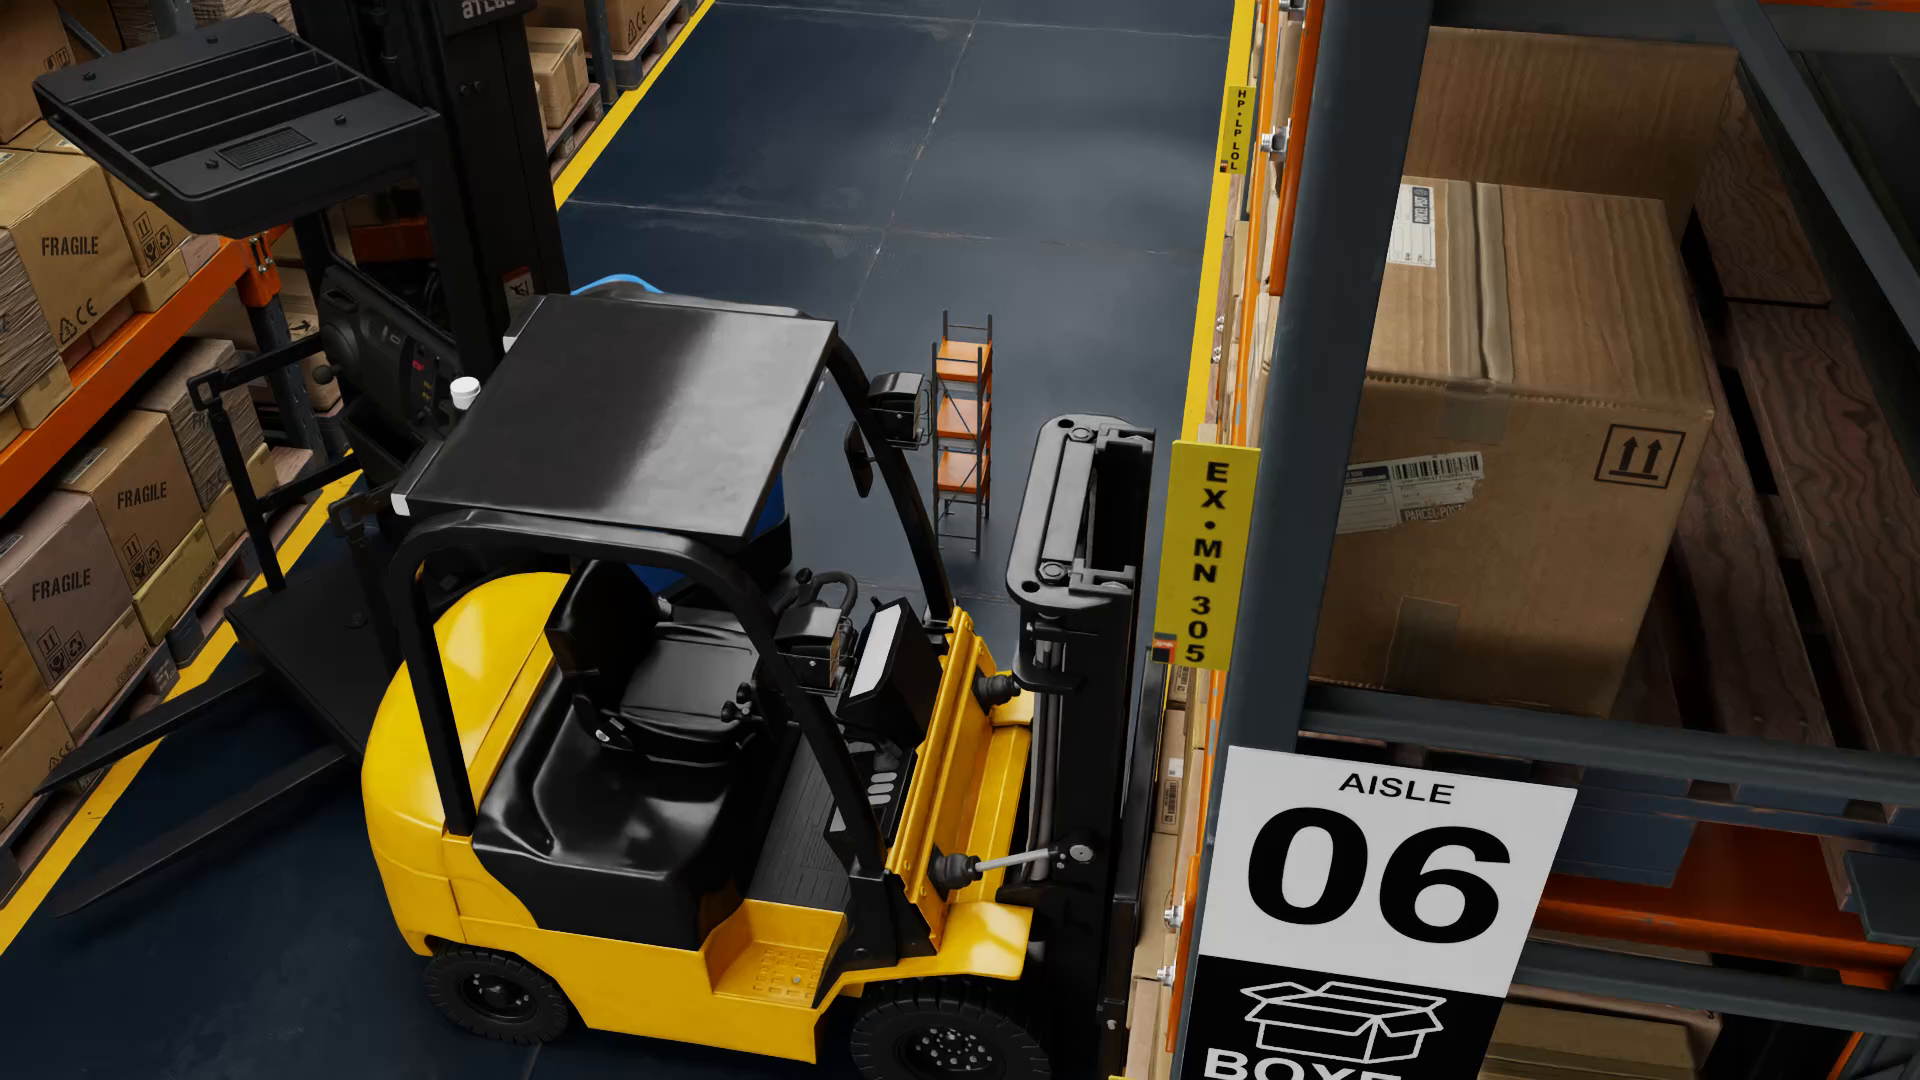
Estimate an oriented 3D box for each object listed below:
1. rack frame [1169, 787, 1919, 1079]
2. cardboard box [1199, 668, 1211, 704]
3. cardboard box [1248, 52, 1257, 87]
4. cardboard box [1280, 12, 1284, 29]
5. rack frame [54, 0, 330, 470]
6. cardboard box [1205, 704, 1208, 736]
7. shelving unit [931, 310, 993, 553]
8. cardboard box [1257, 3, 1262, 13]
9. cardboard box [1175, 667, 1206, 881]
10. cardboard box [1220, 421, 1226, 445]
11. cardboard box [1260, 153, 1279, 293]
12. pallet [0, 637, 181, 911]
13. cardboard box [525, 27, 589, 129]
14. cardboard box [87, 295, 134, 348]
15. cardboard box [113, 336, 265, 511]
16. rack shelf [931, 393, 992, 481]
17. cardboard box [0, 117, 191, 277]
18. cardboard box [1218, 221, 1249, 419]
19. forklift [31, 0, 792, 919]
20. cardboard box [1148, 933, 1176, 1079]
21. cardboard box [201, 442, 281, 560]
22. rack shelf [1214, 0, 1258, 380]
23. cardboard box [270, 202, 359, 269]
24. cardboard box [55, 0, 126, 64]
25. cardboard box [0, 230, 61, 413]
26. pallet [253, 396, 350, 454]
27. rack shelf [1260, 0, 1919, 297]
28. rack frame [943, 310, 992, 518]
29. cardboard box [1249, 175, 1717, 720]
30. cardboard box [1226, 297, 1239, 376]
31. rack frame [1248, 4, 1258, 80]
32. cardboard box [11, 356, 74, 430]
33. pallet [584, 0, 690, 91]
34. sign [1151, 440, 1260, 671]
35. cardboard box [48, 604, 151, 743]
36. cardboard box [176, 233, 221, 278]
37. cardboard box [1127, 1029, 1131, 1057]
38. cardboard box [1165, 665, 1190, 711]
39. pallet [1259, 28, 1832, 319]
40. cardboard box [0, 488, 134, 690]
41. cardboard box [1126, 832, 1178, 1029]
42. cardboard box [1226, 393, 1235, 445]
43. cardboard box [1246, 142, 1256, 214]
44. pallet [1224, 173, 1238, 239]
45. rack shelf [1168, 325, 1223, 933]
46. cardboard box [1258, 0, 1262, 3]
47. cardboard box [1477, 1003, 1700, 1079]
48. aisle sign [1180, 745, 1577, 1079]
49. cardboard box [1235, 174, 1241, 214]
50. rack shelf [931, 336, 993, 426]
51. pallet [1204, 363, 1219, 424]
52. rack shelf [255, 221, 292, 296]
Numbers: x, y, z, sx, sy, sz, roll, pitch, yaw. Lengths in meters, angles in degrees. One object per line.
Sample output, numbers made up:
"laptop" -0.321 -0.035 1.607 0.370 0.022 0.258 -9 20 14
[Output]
"rack frame" 0.810 1.560 3.009 1.000 3.000 0.127 6 40 8
"cardboard box" 0.747 0.260 3.761 0.380 0.149 0.250 7 40 9
"cardboard box" 1.417 -1.745 6.732 0.500 0.250 0.500 5 40 7
"cardboard box" 0.946 -1.357 3.881 0.396 0.266 0.258 6 40 7
"rack frame" -3.388 -1.495 6.705 1.000 3.000 0.127 6 40 8
"cardboard box" 0.768 0.376 3.854 0.380 0.149 0.250 5 40 6
"shelving unit" 0.009 -0.438 6.956 0.215 1.050 0.252 6 40 8
"cardboard box" 1.680 -2.704 7.891 0.500 0.250 0.500 5 40 7
"cardboard box" 0.823 0.537 4.168 0.500 0.500 0.500 6 40 7
"cardboard box" 1.007 -0.093 4.930 0.500 0.500 0.500 6 40 7
"cardboard box" 0.698 -0.457 2.793 0.396 0.266 0.258 6 40 8
"pallet" -3.678 0.773 6.150 1.003 0.211 1.213 6 40 8
"cardboard box" -2.803 -2.801 10.017 0.950 0.372 0.625 4 40 5
"cardboard box" -3.301 -0.851 6.122 0.380 0.149 0.250 7 40 8
"cardboard box" -3.226 -0.486 6.723 0.500 0.500 0.500 6 40 7
"rack shelf" 0.009 -0.430 6.963 0.215 0.259 0.240 6 40 8
"cardboard box" -3.220 -1.342 6.208 0.500 0.500 0.500 5 40 7
"cardboard box" 1.168 -0.739 5.712 0.500 0.500 0.500 5 40 6
"forklift" -2.111 -0.557 5.623 3.031 2.935 1.130 -32 49 -33
"cardboard box" 0.636 1.184 3.386 0.500 0.500 0.500 6 40 7
"cardboard box" -3.225 -0.197 6.962 0.500 0.250 0.500 8 40 10
"rack shelf" 1.848 -1.928 7.793 1.077 0.370 4.000 6 40 8
"cardboard box" -3.178 -1.426 8.353 0.950 0.372 0.625 9 40 10
"cardboard box" -3.534 -2.126 6.825 0.500 0.500 0.500 6 40 7
"cardboard box" -3.387 -0.692 5.421 0.500 0.500 0.500 7 40 9
"pallet" -3.254 -0.909 8.184 1.003 0.211 1.213 6 40 8
"rack shelf" 1.156 -1.576 2.972 1.077 0.370 4.000 6 40 8
"rack frame" 0.030 -0.515 7.049 0.200 1.050 0.008 6 40 8
"cardboard box" 0.646 -0.140 2.224 0.500 0.500 0.500 8 40 9
"cardboard box" 1.011 -0.592 5.024 0.380 0.149 0.250 7 40 9
"rack frame" 2.194 -3.461 9.082 1.000 3.000 0.127 6 40 8
"cardboard box" -3.316 -0.525 5.728 0.380 0.149 0.250 6 40 7
"pallet" -2.485 -3.418 11.218 1.003 0.211 1.213 6 40 8
"sign" 0.278 0.025 1.879 0.100 0.325 0.005 6 40 8
"cardboard box" -3.400 0.457 6.171 0.500 0.250 0.500 7 40 8
"cardboard box" -3.143 -1.163 6.500 0.380 0.149 0.250 6 40 7
"cardboard box" 0.752 1.285 4.777 0.500 0.250 0.500 6 40 7
"cardboard box" 0.936 0.464 5.378 0.500 0.250 0.500 8 40 9
"pallet" 1.166 -0.771 3.544 1.003 0.211 1.213 6 40 8
"cardboard box" -3.399 0.154 5.949 0.500 0.500 0.500 8 40 10
"cardboard box" 0.742 1.110 4.597 0.500 0.250 0.500 7 40 8
"cardboard box" 0.938 -0.268 4.632 0.380 0.149 0.250 5 40 6
"cardboard box" 1.154 -1.186 5.510 0.380 0.149 0.250 7 40 9
"pallet" 2.013 -1.874 9.351 1.003 0.211 1.213 6 40 8
"rack shelf" 1.156 0.582 4.757 1.077 0.370 4.000 6 40 8
"cardboard box" 1.504 -2.458 7.281 0.380 0.149 0.250 5 40 6
"cardboard box" 1.078 0.970 2.902 0.380 0.149 0.250 6 40 7
"aisle sign" 0.509 0.567 2.170 0.394 0.787 0.004 6 40 8
"cardboard box" 1.413 -1.554 6.893 0.500 0.250 0.500 6 40 7
"rack shelf" 0.009 -0.649 6.782 0.215 0.259 0.240 6 40 8
"pallet" 1.591 -0.342 7.498 1.003 0.211 1.213 6 40 8
"rack shelf" -3.042 -2.473 8.452 1.077 0.370 4.000 6 40 8
